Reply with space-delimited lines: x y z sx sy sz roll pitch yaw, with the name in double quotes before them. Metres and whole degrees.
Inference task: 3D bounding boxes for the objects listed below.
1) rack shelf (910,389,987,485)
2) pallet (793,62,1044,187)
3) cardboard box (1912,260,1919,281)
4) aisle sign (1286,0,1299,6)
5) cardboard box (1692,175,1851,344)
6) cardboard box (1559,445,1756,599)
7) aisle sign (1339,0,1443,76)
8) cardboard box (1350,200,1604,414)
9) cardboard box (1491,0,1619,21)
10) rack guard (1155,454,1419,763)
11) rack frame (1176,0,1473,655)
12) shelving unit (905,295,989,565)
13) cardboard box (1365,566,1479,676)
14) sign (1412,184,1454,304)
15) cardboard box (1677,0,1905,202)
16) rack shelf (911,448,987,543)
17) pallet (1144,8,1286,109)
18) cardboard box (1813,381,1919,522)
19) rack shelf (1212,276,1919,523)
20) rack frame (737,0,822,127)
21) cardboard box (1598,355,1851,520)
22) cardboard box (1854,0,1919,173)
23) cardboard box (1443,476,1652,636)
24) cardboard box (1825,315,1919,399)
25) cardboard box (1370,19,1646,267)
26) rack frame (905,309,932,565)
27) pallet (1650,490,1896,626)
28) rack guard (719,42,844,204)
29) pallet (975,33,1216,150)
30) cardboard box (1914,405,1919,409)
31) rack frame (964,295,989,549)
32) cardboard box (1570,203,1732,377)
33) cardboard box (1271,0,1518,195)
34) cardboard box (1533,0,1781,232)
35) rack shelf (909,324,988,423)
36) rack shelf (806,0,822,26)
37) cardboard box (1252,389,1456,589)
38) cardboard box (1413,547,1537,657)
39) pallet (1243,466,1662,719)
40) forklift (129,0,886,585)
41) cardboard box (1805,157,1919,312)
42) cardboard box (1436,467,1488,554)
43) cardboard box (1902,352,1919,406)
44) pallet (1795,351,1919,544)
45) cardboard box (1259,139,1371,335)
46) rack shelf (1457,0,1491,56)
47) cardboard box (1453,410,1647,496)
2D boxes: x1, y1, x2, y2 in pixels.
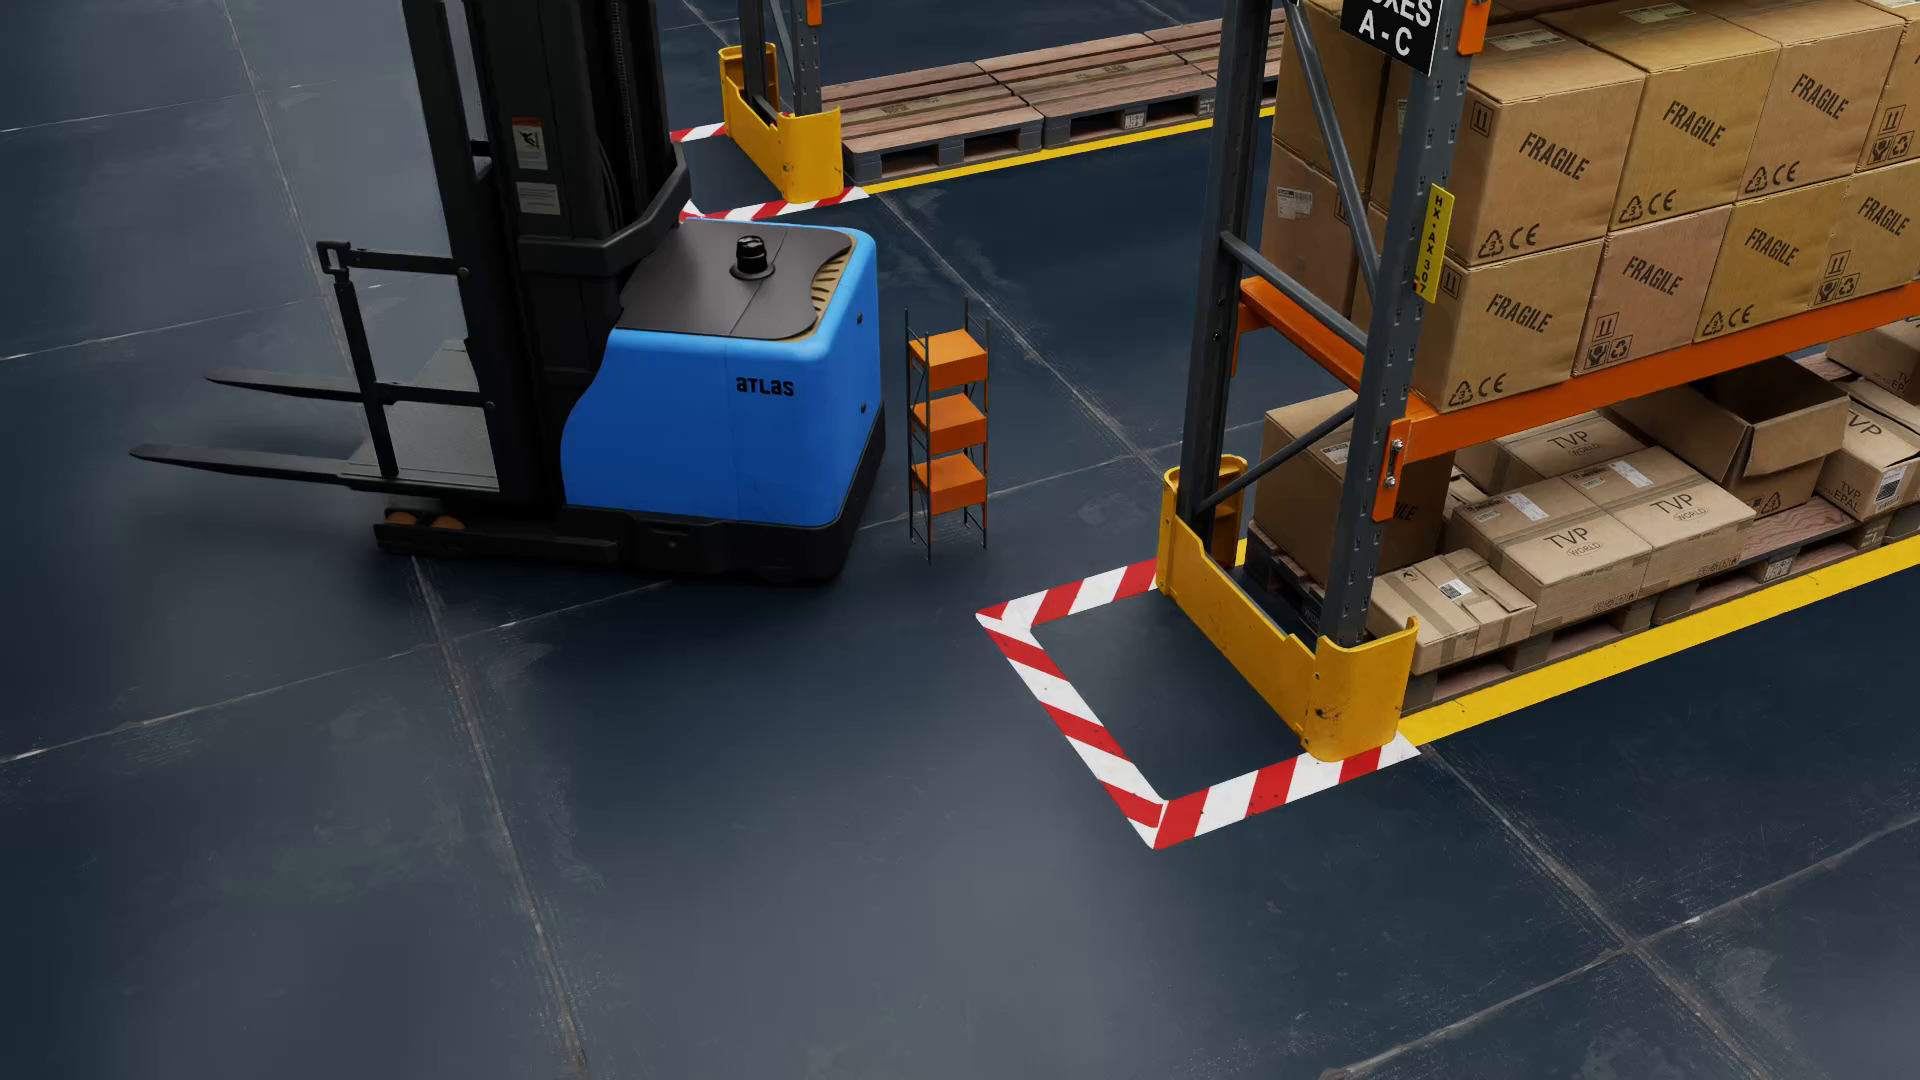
"rack shelf" -0.048 -0.400 6.425 0.240 0.259 0.215 -16 39 -20
"pallet" -0.259 -2.506 9.951 1.213 0.211 1.003 -16 39 -20
"cardboard box" 3.426 -1.291 5.888 0.500 0.500 0.500 -15 39 -19
"aisle sign" 0.887 -1.958 4.689 0.004 0.787 0.394 -16 39 -20
"cardboard box" 2.513 -1.035 5.543 0.500 0.500 0.500 -16 39 -20
"cardboard box" 2.597 -0.076 6.273 0.500 0.250 0.500 -16 39 -20
"aisle sign" 1.142 -1.634 4.253 0.004 0.787 0.394 -16 39 -20
"cardboard box" 1.592 -0.776 5.194 0.500 0.500 0.500 -15 39 -19
"cardboard box" 1.822 -1.597 5.461 0.500 0.500 0.500 -15 39 -19
"rack guard" 1.148 0.219 6.035 0.348 0.500 1.175 -16 39 -20
"rack frame" 1.079 -0.766 5.264 0.127 3.000 1.000 -16 39 -20
"shelving unit" -0.048 -0.408 6.419 0.252 1.050 0.215 -16 39 -20
"cardboard box" 1.604 0.282 5.875 0.250 0.149 0.380 -16 39 -20
"sign" 1.309 -0.821 4.612 0.005 0.325 0.100 -16 39 -20
"cardboard box" 2.517 -1.438 5.247 0.500 0.500 0.500 -15 39 -19
"rack shelf" -0.048 -0.176 6.591 0.240 0.259 0.215 -16 39 -20
"pallet" 1.949 -3.123 10.784 1.213 0.211 1.003 -16 39 -20
"cardboard box" 3.626 -0.388 6.643 0.500 0.311 0.500 -16 39 -20
"rack shelf" 2.889 -0.983 6.161 4.000 0.370 1.077 -16 39 -20
"rack frame" -1.023 -3.438 8.867 0.127 3.000 1.000 -16 39 -20
"cardboard box" 3.001 -0.474 6.597 0.637 0.503 0.797 -16 39 -20
"cardboard box" 2.977 -1.567 5.421 0.500 0.500 0.500 -16 39 -20
"cardboard box" 2.144 0.051 6.102 0.500 0.250 0.500 -16 39 -20
"cardboard box" 4.228 -0.885 7.313 0.500 0.311 0.500 -16 39 -20
"cardboard box" 1.592 -1.177 4.896 0.500 0.500 0.500 -14 39 -19
"rack frame" -0.159 -0.377 6.377 0.008 1.050 0.200 -16 39 -20
"pallet" 2.972 -0.173 6.807 1.213 0.211 1.003 -16 39 -20
"rack guard" -1.039 -2.421 9.594 0.348 0.500 1.175 -16 39 -20
"pallet" 0.843 -2.812 10.364 1.213 0.211 1.003 -16 39 -20
"cardboard box" 3.991 -0.385 6.775 0.250 0.149 0.380 -16 39 -20
"rack frame" 0.062 -0.439 6.461 0.008 1.050 0.200 -16 39 -20
"cardboard box" 2.057 -0.909 5.374 0.500 0.500 0.500 -16 39 -20
"cardboard box" 1.365 -1.468 5.288 0.500 0.500 0.500 -16 39 -20
"cardboard box" 2.062 -1.314 5.080 0.500 0.500 0.500 -15 39 -19
"rack shelf" -0.048 -0.628 6.256 0.240 0.259 0.215 -16 39 -20
"rack shelf" 0.788 -3.655 9.764 4.000 0.370 1.077 -16 39 -20
"cardboard box" 1.466 -0.209 6.242 0.500 0.500 0.500 -16 39 -20
"cardboard box" 1.830 0.212 5.956 0.250 0.166 0.380 -16 39 -20
"pallet" 1.869 0.133 6.394 1.213 0.211 1.003 -16 39 -20
"forklift" -1.883 -1.409 6.190 3.031 2.935 1.130 5 37 7
"cardboard box" 2.966 -1.160 5.713 0.500 0.500 0.500 -15 39 -19
"cardboard box" 1.871 -0.129 6.415 0.250 0.166 0.380 -16 39 -20
"cardboard box" 4.304 -0.654 6.842 0.500 0.500 0.500 -16 39 -20
"pallet" 4.078 -0.485 7.226 1.213 0.211 1.003 -16 39 -20
"cardboard box" 1.369 -1.066 5.585 0.500 0.500 0.500 -14 39 -19
"rack shelf" 2.889 -2.188 5.267 4.000 0.370 1.077 -16 39 -20
"cardboard box" 2.339 -0.333 6.619 0.500 0.250 0.500 -16 39 -20
